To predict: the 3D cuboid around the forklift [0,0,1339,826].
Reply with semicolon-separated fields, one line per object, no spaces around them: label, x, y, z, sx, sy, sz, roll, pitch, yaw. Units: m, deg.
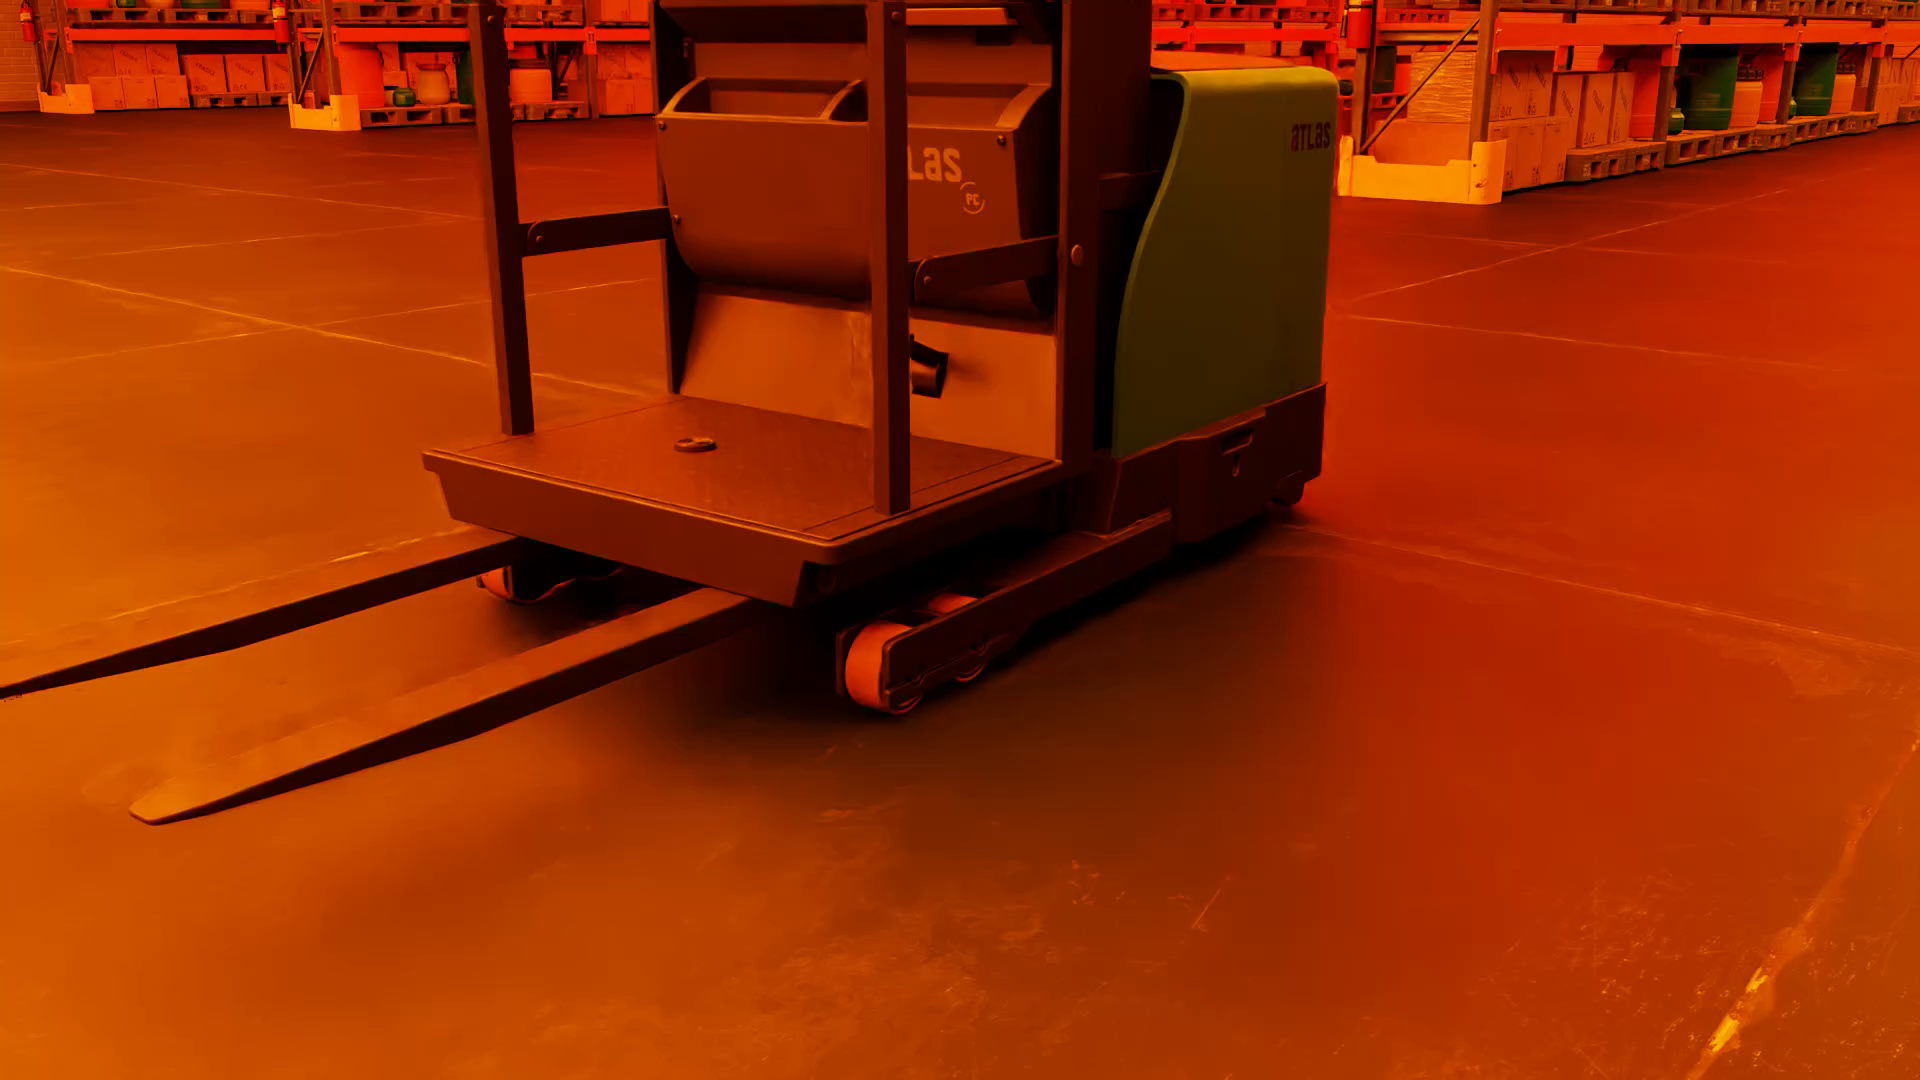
forklift;-0.356;-1.254;3.028;1.130;2.935;3.031;12;21;35
